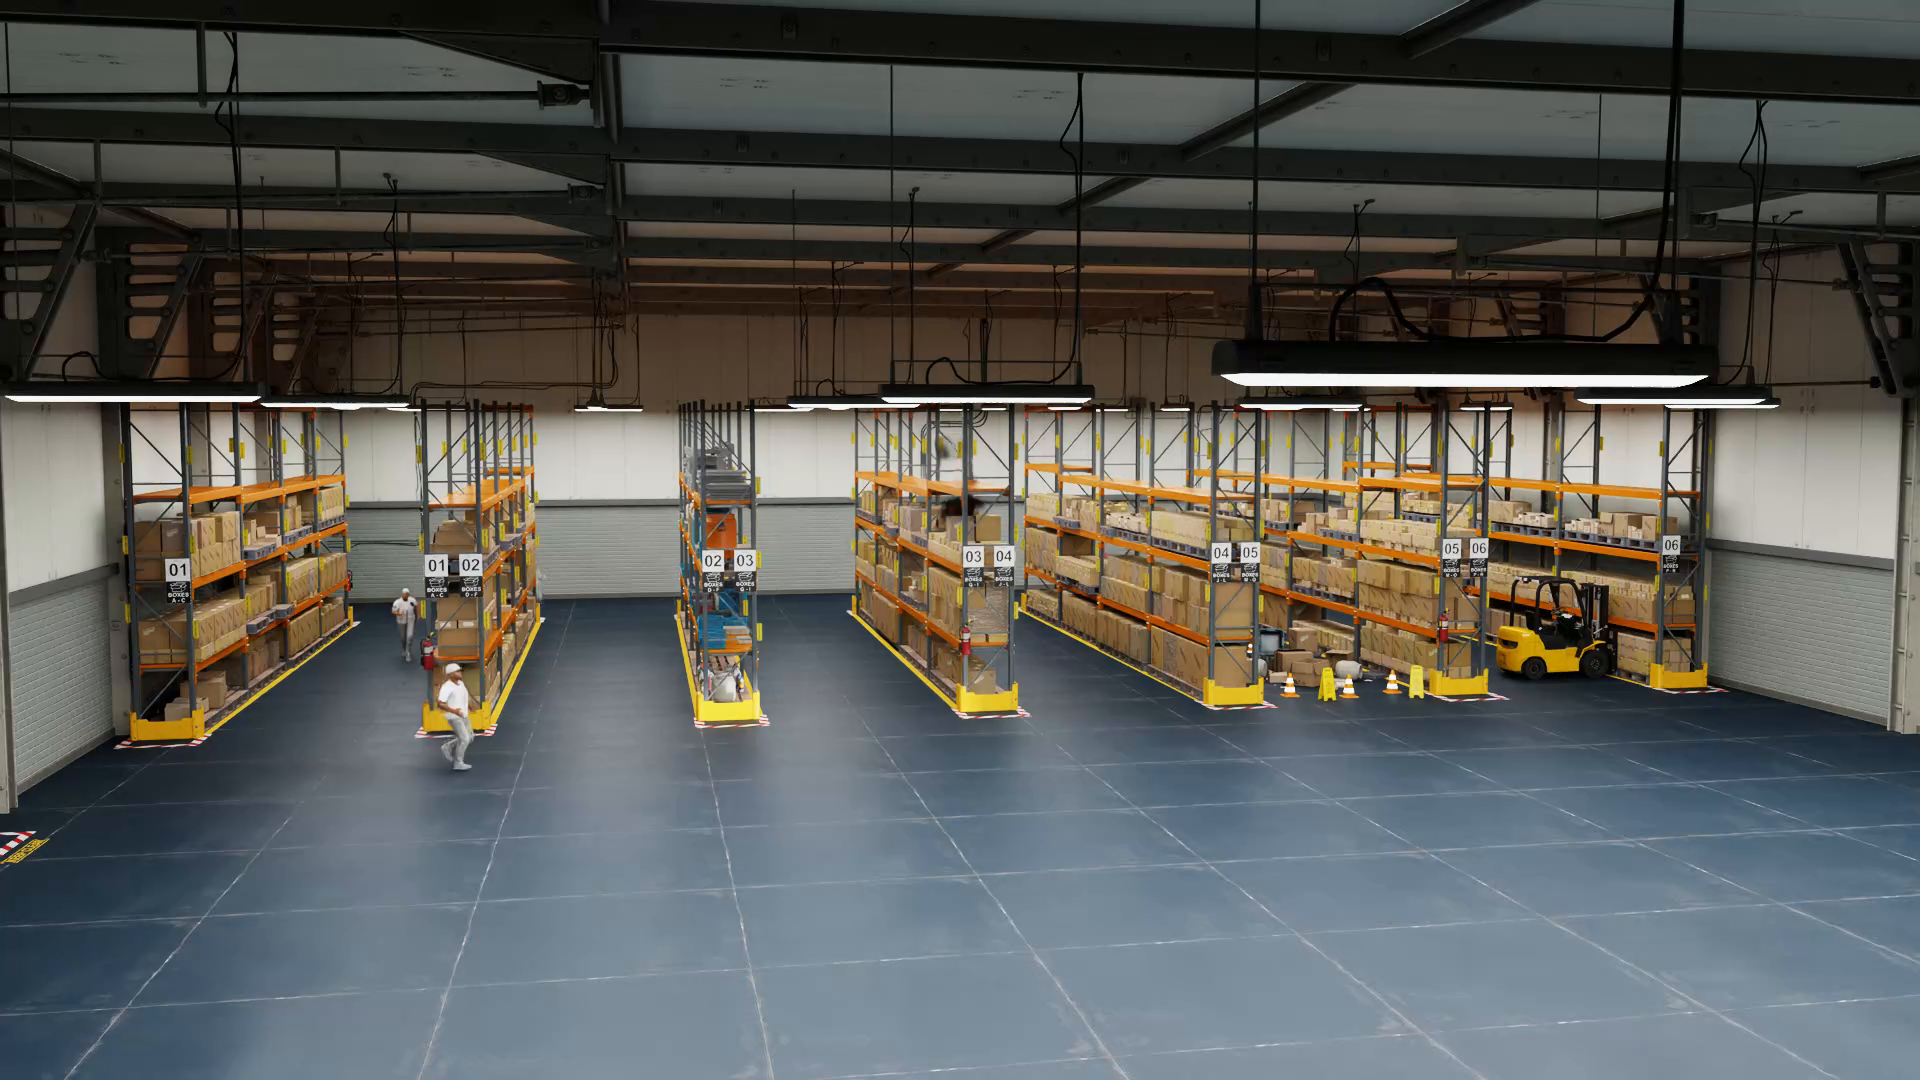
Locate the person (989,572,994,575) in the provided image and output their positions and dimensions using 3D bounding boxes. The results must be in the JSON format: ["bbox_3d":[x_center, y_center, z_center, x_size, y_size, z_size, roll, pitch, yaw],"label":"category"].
[{"bbox_3d":[0.828,1.242,47.915,0.649,1.755,0.629,1,4,11],"label":"person"}]

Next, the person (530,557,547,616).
[{"bbox_3d":[-12.058,1.338,47.182,0.675,1.723,0.615,1,5,18],"label":"person"}]

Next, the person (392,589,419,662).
[{"bbox_3d":[-12.967,1.970,38.907,0.627,1.703,0.936,-2,5,-22],"label":"person"}]

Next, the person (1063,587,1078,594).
[{"bbox_3d":[3.351,1.035,51.014,0.675,1.741,0.633,-3,5,-34],"label":"person"}]

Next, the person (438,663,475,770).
[{"bbox_3d":[-8.143,2.841,26.804,0.610,1.717,0.697,1,4,12],"label":"person"}]
